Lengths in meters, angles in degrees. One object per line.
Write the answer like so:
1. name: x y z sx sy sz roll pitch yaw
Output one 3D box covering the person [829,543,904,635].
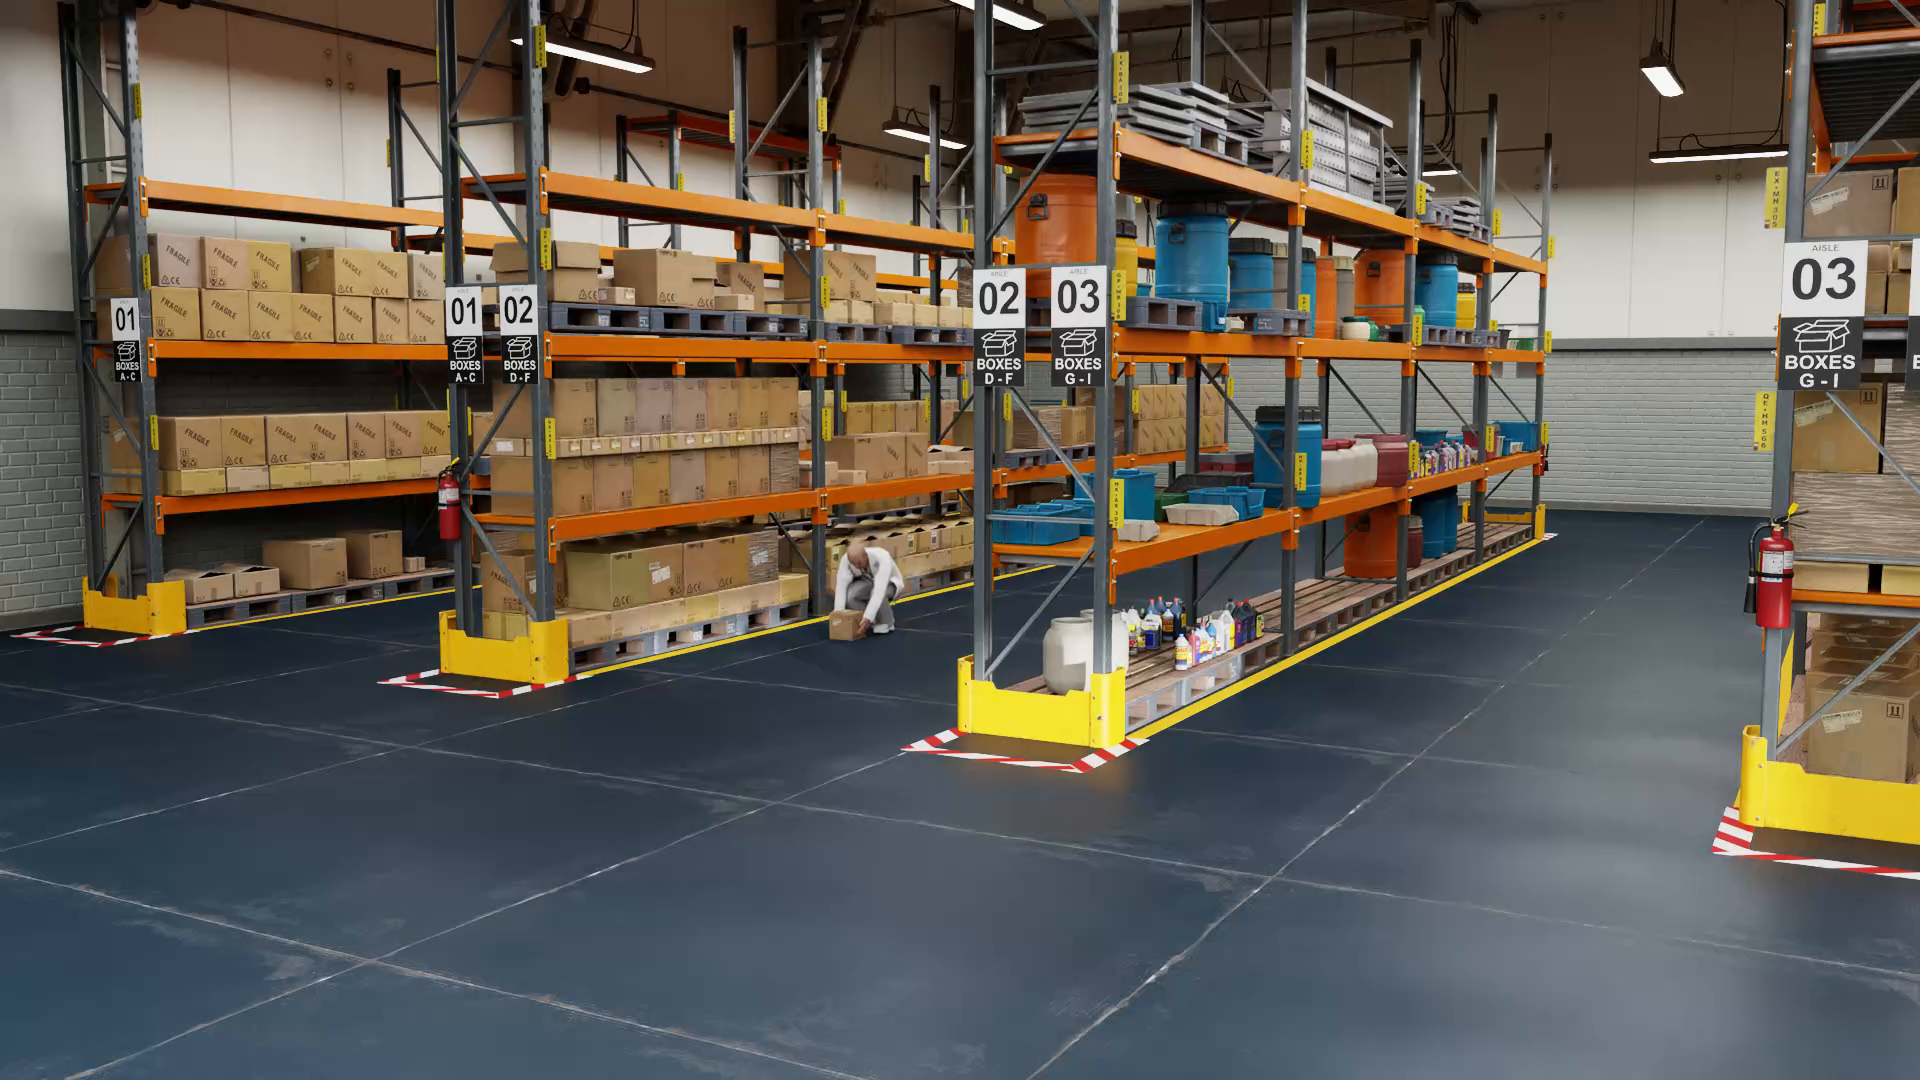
1. person: -0.874 0.447 15.992 0.606 0.906 0.907 3 7 29
